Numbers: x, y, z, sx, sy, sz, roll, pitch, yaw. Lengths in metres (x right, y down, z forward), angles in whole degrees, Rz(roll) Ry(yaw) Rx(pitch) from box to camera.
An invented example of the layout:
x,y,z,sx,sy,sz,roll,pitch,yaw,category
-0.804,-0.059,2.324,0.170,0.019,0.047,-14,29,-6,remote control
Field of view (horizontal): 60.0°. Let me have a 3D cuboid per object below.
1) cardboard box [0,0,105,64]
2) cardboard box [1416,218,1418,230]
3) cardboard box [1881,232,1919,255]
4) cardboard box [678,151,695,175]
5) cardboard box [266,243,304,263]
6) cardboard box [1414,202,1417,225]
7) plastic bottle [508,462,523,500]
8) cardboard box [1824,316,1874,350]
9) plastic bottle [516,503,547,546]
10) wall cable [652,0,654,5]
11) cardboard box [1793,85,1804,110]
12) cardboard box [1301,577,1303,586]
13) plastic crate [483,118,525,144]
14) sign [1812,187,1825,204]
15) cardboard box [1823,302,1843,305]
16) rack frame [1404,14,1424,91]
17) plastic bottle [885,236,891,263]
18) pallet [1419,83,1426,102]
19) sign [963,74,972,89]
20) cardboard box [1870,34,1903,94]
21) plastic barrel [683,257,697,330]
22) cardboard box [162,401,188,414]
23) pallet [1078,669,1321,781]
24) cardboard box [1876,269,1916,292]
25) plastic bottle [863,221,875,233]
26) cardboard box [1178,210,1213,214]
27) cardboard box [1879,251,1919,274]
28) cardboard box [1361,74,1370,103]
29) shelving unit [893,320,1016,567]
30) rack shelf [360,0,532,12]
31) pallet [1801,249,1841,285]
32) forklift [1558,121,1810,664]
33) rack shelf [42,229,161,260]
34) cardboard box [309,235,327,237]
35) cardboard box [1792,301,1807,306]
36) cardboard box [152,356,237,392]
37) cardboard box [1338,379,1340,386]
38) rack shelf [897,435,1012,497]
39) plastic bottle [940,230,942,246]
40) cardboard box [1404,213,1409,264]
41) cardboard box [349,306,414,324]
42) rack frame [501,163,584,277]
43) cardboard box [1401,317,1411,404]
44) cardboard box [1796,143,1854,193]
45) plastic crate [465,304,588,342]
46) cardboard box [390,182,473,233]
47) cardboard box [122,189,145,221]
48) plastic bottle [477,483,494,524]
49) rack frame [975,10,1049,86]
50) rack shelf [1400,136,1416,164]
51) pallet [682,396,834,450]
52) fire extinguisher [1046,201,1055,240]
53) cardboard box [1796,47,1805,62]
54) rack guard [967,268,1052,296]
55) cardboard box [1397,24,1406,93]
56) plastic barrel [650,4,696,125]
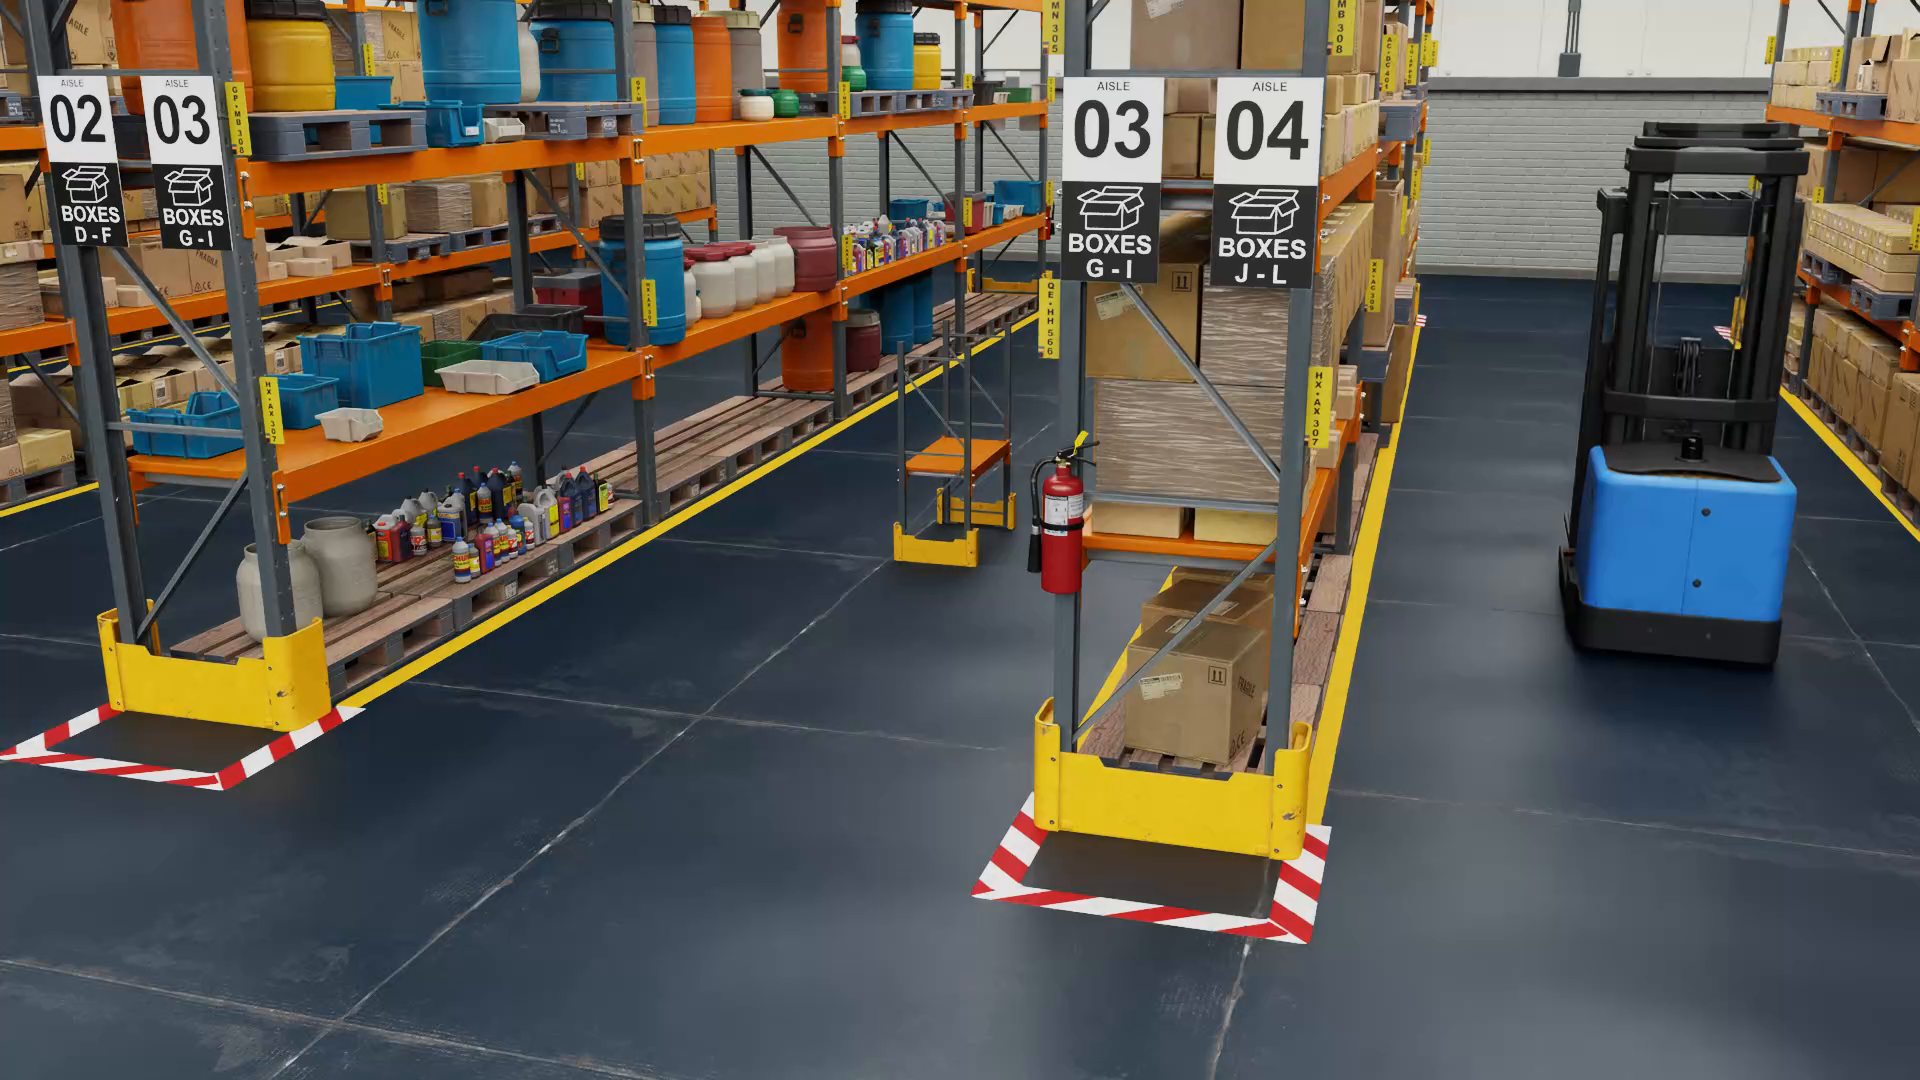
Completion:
x,y,z,sx,sy,sz,roll,pitch,yaw,category
-7.247,-4.059,13.278,0.500,0.500,0.500,5,17,17,cardboard box
5.444,-3.899,20.538,0.380,0.149,0.250,5,17,17,cardboard box
7.600,-2.365,13.270,0.380,0.149,0.250,4,16,14,cardboard box
-4.056,-5.366,23.235,0.500,0.500,0.500,5,17,17,cardboard box
-6.764,-2.752,16.198,0.500,0.311,0.500,4,16,15,cardboard box
5.130,-3.859,19.666,0.500,0.250,0.500,5,16,16,cardboard box
-3.223,-0.432,12.048,0.097,0.271,0.097,0,16,0,plastic bottle
8.424,-1.928,15.566,0.500,0.250,0.500,5,17,17,cardboard box
-2.815,-0.116,10.925,0.152,0.276,0.135,5,17,17,plastic bottle
-4.257,-10.554,28.983,3.097,2.526,0.112,5,16,16,wall cable
9.356,-4.792,18.006,0.500,0.250,0.500,5,16,16,cardboard box
1.729,0.054,9.952,0.500,0.500,0.500,11,19,33,cardboard box
-2.781,-2.447,9.946,0.243,0.136,0.396,5,16,16,plastic crate
8.514,-3.337,16.509,0.100,0.325,0.005,5,16,16,sign
10.030,-2.609,18.894,0.380,0.149,0.250,5,17,18,cardboard box
4.310,-6.177,17.117,1.000,3.000,0.127,5,16,16,rack frame
-0.755,-2.985,17.093,0.097,0.271,0.097,0,16,0,plastic bottle
4.901,-5.223,19.411,1.003,0.211,1.213,5,16,16,pallet
0.088,-5.079,18.727,0.100,0.325,0.005,5,16,16,sign
8.472,-4.181,14.616,0.797,0.503,0.637,4,16,15,cardboard box
-2.230,-1.881,12.714,0.433,0.535,0.433,0,16,0,plastic barrel
-6.962,-1.066,14.361,0.500,0.250,0.500,5,17,17,cardboard box
1.186,0.960,8.057,1.003,0.211,1.213,5,16,16,pallet
7.599,-2.079,13.354,0.380,0.149,0.250,5,17,17,cardboard box
-1.040,-3.428,18.646,0.152,0.276,0.135,5,16,16,plastic bottle
1.524,-1.641,9.558,0.500,0.500,0.500,5,16,16,cardboard box
7.604,-2.222,13.313,0.380,0.149,0.250,5,17,17,cardboard box
2.015,-2.444,8.996,0.380,0.149,0.250,4,16,14,cardboard box
-0.022,-0.702,11.554,0.587,1.500,1.083,5,16,16,shelving unit
-5.755,-5.885,18.136,1.077,0.370,4.000,5,16,16,rack shelf
8.680,-2.599,15.847,1.003,0.211,1.213,5,16,16,pallet
4.445,-1.088,10.293,1.130,2.935,3.031,5,17,16,forklift
-10.506,-3.574,20.251,1.077,0.370,4.000,5,16,16,rack shelf
-9.346,-4.394,24.447,0.380,0.149,0.250,5,17,17,cardboard box
9.462,-2.652,19.046,0.380,0.149,0.250,5,17,18,cardboard box
-6.811,-1.471,14.760,0.500,0.311,0.500,4,16,14,cardboard box
2.048,-0.873,9.870,0.380,0.149,0.250,5,16,16,cardboard box
-0.024,-0.526,11.595,0.538,0.185,1.000,5,16,16,rack shelf
-0.248,-3.419,18.750,0.097,0.201,0.097,0,16,0,plastic bottle
4.291,-3.067,16.961,0.500,0.500,0.500,5,17,18,cardboard box
-6.283,-2.286,18.165,0.500,0.500,0.500,5,17,18,cardboard box
-5.187,-4.060,20.647,1.000,3.000,0.127,5,16,16,rack frame
3.650,-1.836,15.929,1.225,0.875,0.875,5,16,16,cardboard box
9.212,-3.965,17.749,0.500,0.500,0.500,5,17,17,cardboard box
-2.983,-1.425,11.471,0.767,0.338,0.504,5,16,16,plastic crate
-5.810,-3.662,18.290,0.700,0.500,0.500,8,18,26,cardboard box
-10.251,-4.108,20.050,0.500,0.500,0.500,5,17,17,cardboard box
-3.265,-0.255,11.425,0.097,0.271,0.097,0,16,0,plastic bottle
0.698,-7.608,22.160,1.000,3.000,0.127,5,16,16,rack frame
3.741,-3.865,15.779,1.077,0.370,4.000,5,16,16,rack shelf
-1.833,-1.087,15.276,1.003,0.211,1.213,5,16,16,pallet
1.176,-4.509,23.055,0.296,0.674,0.183,5,16,16,fire extinguisher
9.418,-5.331,18.259,0.380,0.149,0.250,5,17,18,cardboard box
0.692,-3.526,23.346,1.175,0.500,0.348,5,16,16,rack guard
3.142,-3.697,12.770,0.500,0.500,0.500,5,16,16,cardboard box
-2.404,-3.758,13.168,0.600,0.901,0.708,5,16,16,plastic barrel
